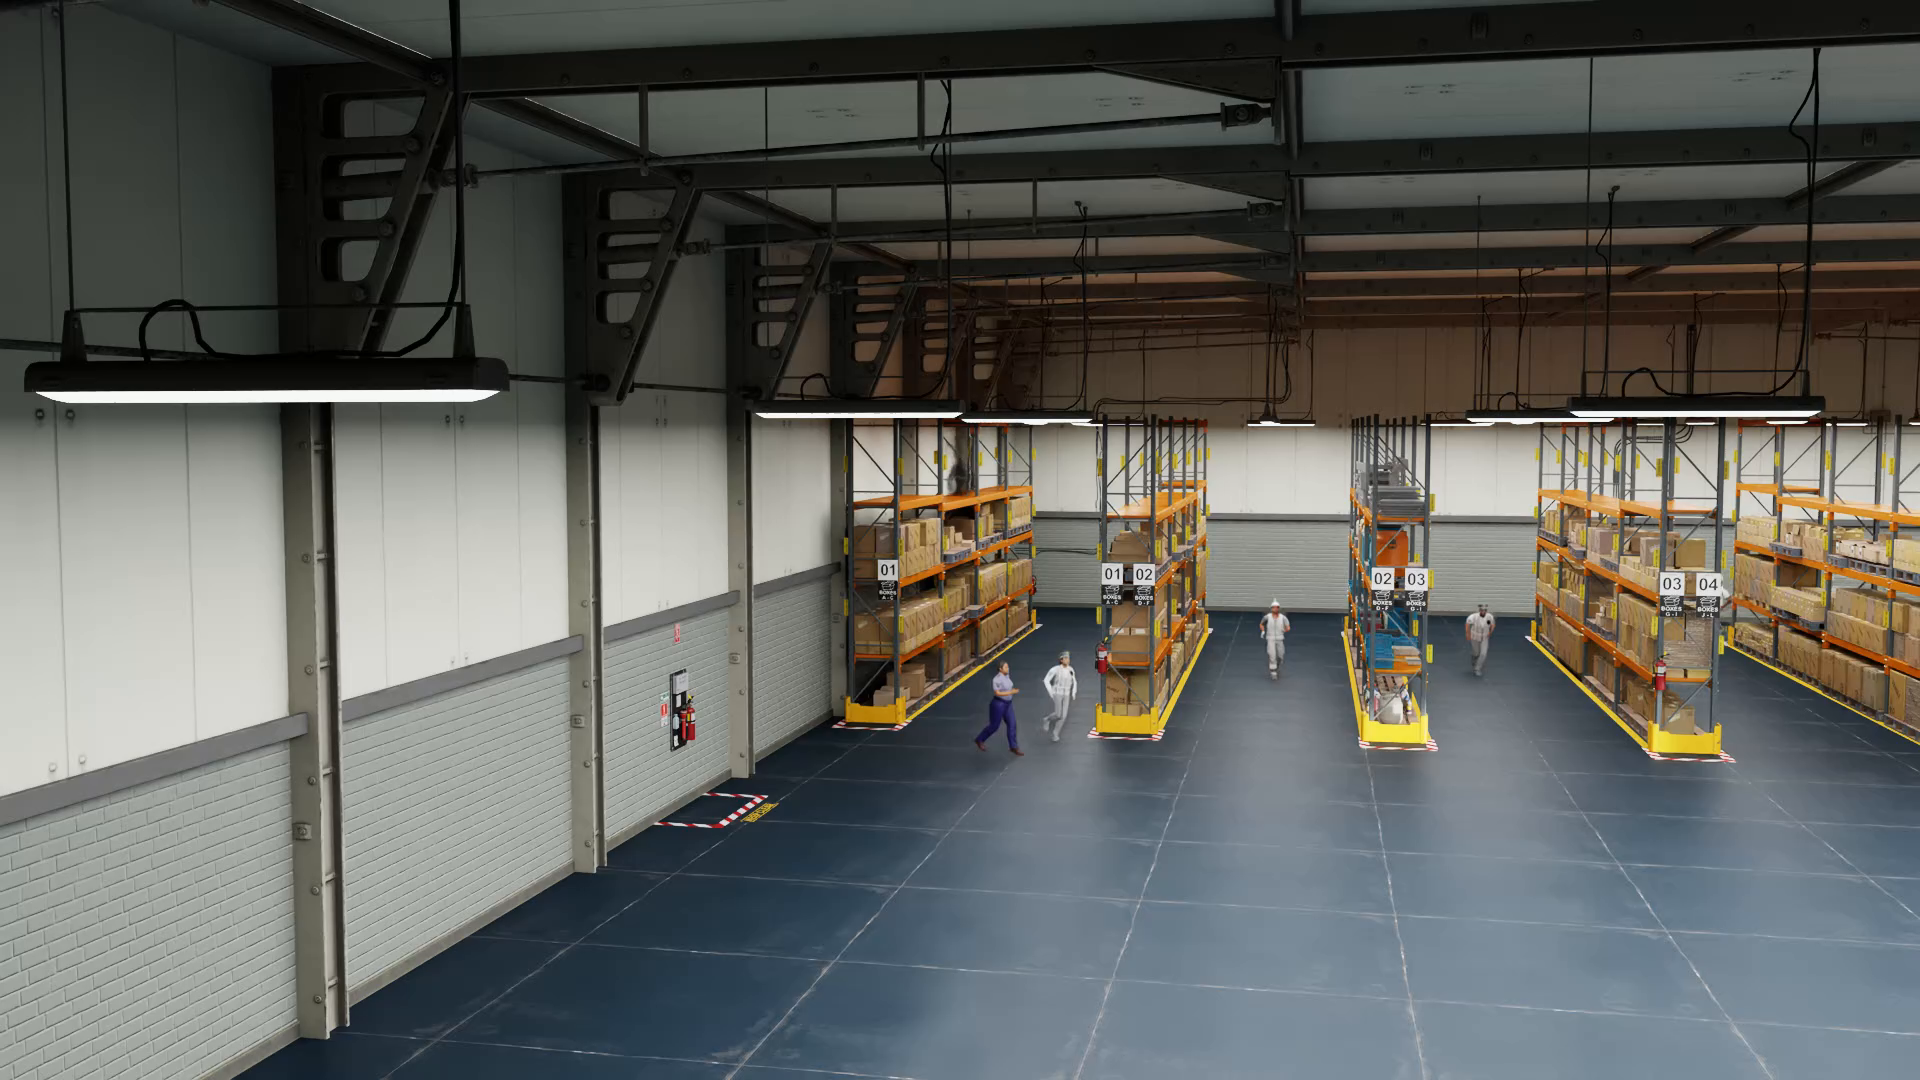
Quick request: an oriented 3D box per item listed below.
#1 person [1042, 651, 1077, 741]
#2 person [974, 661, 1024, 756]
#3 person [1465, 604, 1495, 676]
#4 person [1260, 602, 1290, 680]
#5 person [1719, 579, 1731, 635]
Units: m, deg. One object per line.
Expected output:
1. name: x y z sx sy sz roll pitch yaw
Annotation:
1. person: 1.888 2.862 30.746 0.658 1.624 0.588 -2 4 -23
2. person: 0.698 2.935 29.159 0.933 1.652 0.598 2 4 30
3. person: 12.148 2.312 38.863 0.659 1.709 0.766 0 4 1
4. person: 7.216 2.299 38.076 0.669 1.765 0.889 0 4 4
5. person: 20.499 1.878 44.986 0.771 1.774 0.752 -1 4 -18
